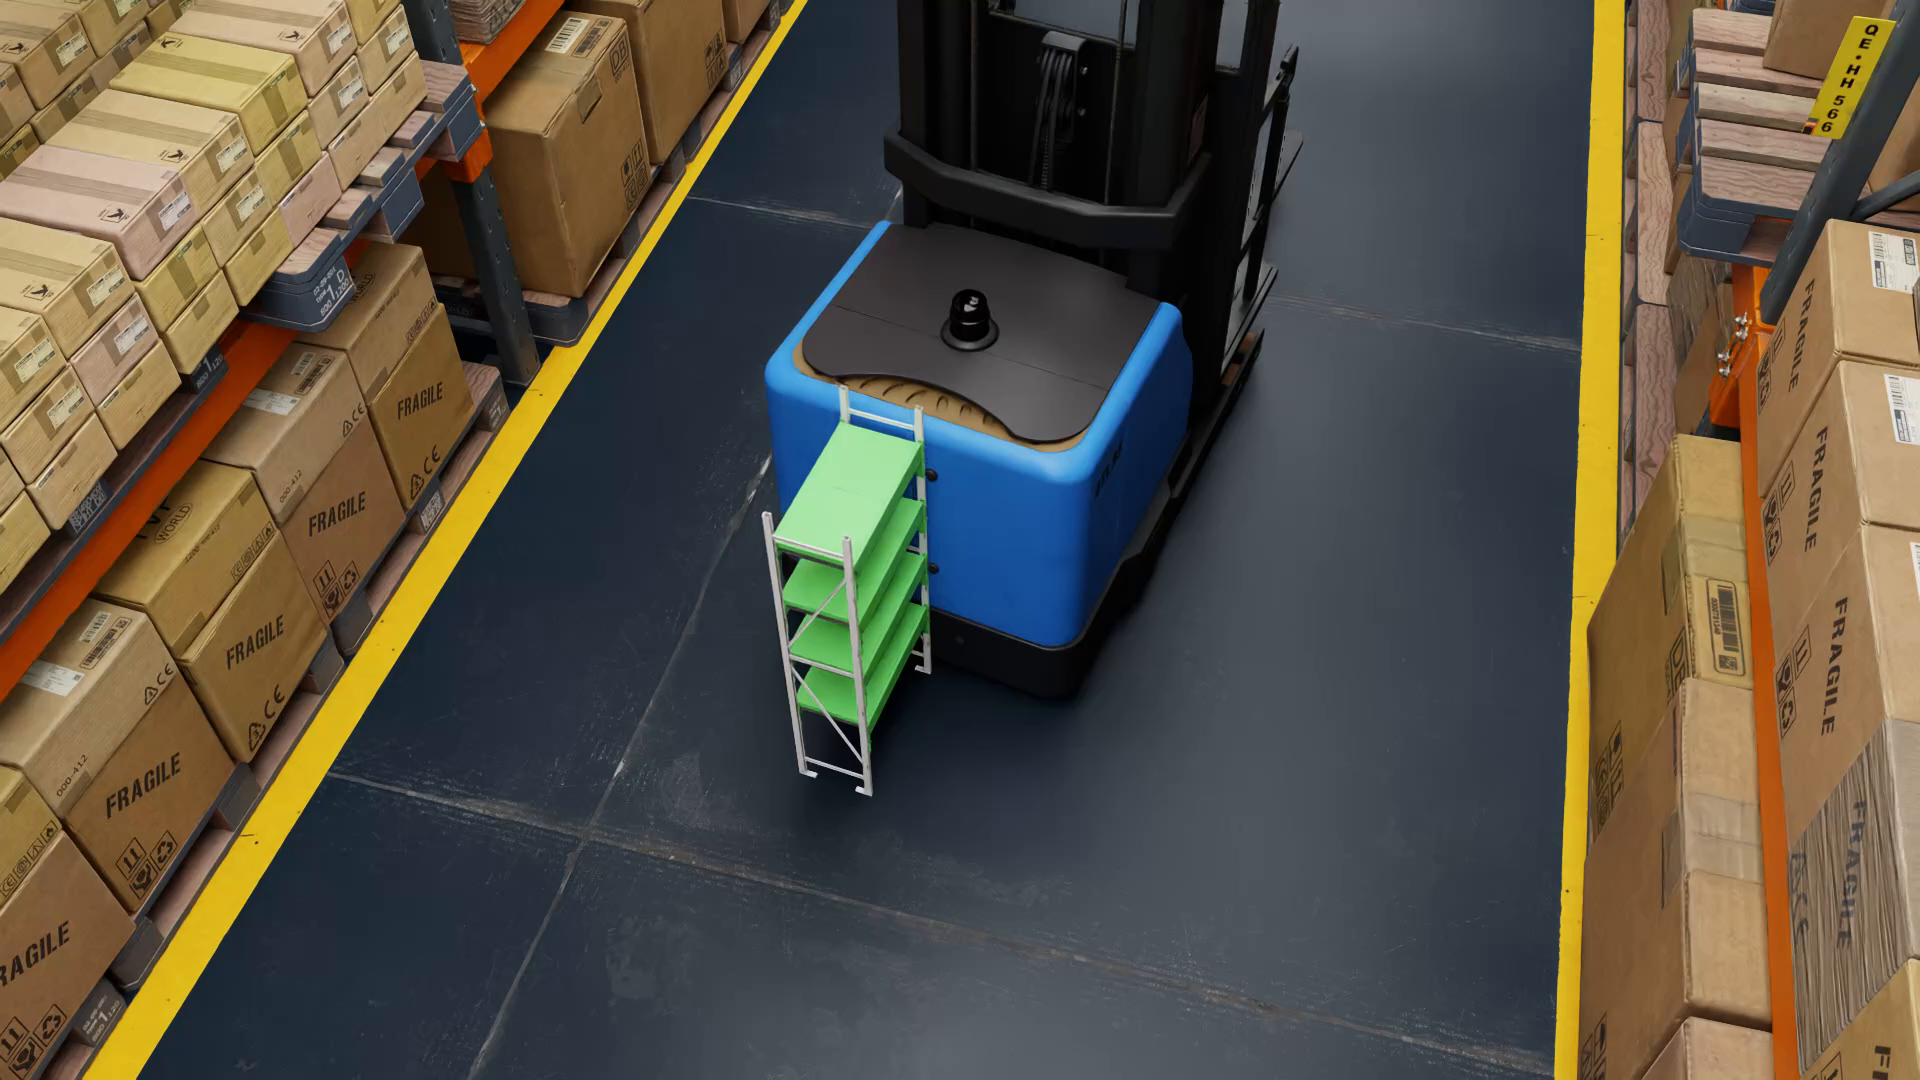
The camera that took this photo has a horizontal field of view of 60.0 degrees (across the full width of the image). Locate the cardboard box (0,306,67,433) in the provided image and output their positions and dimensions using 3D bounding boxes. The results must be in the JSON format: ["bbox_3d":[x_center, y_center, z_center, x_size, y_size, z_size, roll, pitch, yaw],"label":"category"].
[{"bbox_3d":[-2.188,-0.389,3.584,0.380,0.149,0.250,13,50,11],"label":"cardboard box"}]

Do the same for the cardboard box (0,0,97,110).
[{"bbox_3d":[-2.535,-1.290,4.378,0.380,0.149,0.250,11,50,10],"label":"cardboard box"}]

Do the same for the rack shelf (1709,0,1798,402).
[{"bbox_3d":[3.195,-1.861,5.872,1.077,0.370,4.000,12,50,10],"label":"rack shelf"}]

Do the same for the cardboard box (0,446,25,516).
[{"bbox_3d":[-2.255,-0.110,3.535,0.380,0.149,0.250,11,49,9],"label":"cardboard box"}]

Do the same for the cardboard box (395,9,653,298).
[{"bbox_3d":[-1.843,-1.522,6.313,1.050,0.750,0.750,11,49,10],"label":"cardboard box"}]

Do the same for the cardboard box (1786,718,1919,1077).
[{"bbox_3d":[1.880,0.718,3.049,0.500,0.500,0.500,12,50,10],"label":"cardboard box"}]

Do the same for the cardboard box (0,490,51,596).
[{"bbox_3d":[-2.257,-0.007,3.643,0.380,0.149,0.250,11,49,9],"label":"cardboard box"}]

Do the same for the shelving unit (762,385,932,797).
[{"bbox_3d":[-0.296,0.180,4.784,0.258,1.200,0.503,16,52,14],"label":"shelving unit"}]

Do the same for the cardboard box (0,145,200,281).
[{"bbox_3d":[-2.049,-0.775,3.924,0.380,0.149,0.250,12,50,10],"label":"cardboard box"}]

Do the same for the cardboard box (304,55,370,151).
[{"bbox_3d":[-1.849,-1.218,4.514,0.380,0.149,0.250,13,50,11],"label":"cardboard box"}]

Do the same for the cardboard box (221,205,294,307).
[{"bbox_3d":[-1.980,-0.768,4.315,0.380,0.149,0.250,11,49,10],"label":"cardboard box"}]

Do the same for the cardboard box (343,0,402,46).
[{"bbox_3d":[-1.776,-1.512,4.575,0.380,0.149,0.250,10,49,9],"label":"cardboard box"}]

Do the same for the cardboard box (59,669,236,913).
[{"bbox_3d":[-2.430,0.630,4.580,0.500,0.500,0.500,12,50,11],"label":"cardboard box"}]

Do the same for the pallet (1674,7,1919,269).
[{"bbox_3d":[2.754,-1.126,4.871,1.213,0.211,1.003,12,50,10],"label":"pallet"}]

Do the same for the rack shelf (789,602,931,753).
[{"bbox_3d":[-0.294,0.378,5.016,0.258,0.148,0.480,16,52,14],"label":"rack shelf"}]

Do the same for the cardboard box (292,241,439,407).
[{"bbox_3d":[-2.017,-0.718,5.270,0.500,0.250,0.500,11,49,9],"label":"cardboard box"}]

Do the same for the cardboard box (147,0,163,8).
[{"bbox_3d":[-2.399,-1.658,4.703,0.380,0.149,0.250,12,50,10],"label":"cardboard box"}]

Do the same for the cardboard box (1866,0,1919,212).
[{"bbox_3d":[2.772,-1.223,4.482,0.500,0.500,0.500,6,49,5],"label":"cardboard box"}]

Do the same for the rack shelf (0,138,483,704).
[{"bbox_3d":[-2.616,-0.020,4.247,1.077,0.370,4.000,12,50,10],"label":"rack shelf"}]

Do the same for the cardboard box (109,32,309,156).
[{"bbox_3d":[-1.914,-1.142,4.248,0.380,0.149,0.250,13,50,11],"label":"cardboard box"}]

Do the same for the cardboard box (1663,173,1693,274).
[{"bbox_3d":[3.102,-1.275,6.248,0.700,0.500,0.500,15,50,13],"label":"cardboard box"}]

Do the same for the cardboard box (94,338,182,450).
[{"bbox_3d":[-2.119,-0.386,3.978,0.380,0.149,0.250,13,50,11],"label":"cardboard box"}]

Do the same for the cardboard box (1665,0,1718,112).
[{"bbox_3d":[3.396,-2.083,6.962,0.700,0.500,0.500,11,50,10],"label":"cardboard box"}]

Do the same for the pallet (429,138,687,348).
[{"bbox_3d":[-1.809,-1.337,6.789,1.003,0.211,1.213,12,50,10],"label":"pallet"}]

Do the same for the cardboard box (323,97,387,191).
[{"bbox_3d":[-1.843,-1.134,4.637,0.380,0.149,0.250,11,50,10],"label":"cardboard box"}]

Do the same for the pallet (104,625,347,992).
[{"bbox_3d":[-2.620,0.663,5.024,1.003,0.211,1.213,12,50,10],"label":"pallet"}]

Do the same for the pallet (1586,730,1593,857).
[{"bbox_3d":[2.389,0.825,4.881,1.003,0.211,1.213,12,50,10],"label":"pallet"}]

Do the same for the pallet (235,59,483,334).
[{"bbox_3d":[-2.174,-1.105,4.852,1.213,0.211,1.003,12,50,10],"label":"pallet"}]

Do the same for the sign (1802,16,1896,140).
[{"bbox_3d":[2.143,-1.110,4.009,0.100,0.325,0.005,12,50,10],"label":"sign"}]

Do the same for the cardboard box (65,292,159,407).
[{"bbox_3d":[-2.118,-0.478,3.860,0.380,0.149,0.250,13,50,11],"label":"cardboard box"}]

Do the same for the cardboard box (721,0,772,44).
[{"bbox_3d":[-1.371,-2.829,7.466,1.050,0.750,0.750,12,50,10],"label":"cardboard box"}]

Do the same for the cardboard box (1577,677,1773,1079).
[{"bbox_3d":[2.225,1.050,3.960,1.225,0.875,0.875,12,50,10],"label":"cardboard box"}]

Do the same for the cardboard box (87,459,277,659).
[{"bbox_3d":[-2.288,0.014,4.624,0.500,0.250,0.500,13,50,11],"label":"cardboard box"}]

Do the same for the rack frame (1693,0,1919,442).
[{"bbox_3d":[2.669,-0.653,4.325,1.000,3.000,0.127,12,50,10],"label":"rack frame"}]

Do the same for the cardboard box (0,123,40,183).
[{"bbox_3d":[-2.613,-0.976,4.300,0.380,0.149,0.250,12,50,10],"label":"cardboard box"}]

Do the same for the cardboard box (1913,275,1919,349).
[{"bbox_3d":[2.461,-0.492,3.448,0.797,0.503,0.637,13,50,11],"label":"cardboard box"}]

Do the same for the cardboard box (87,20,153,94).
[{"bbox_3d":[-2.480,-1.352,4.632,0.380,0.149,0.250,14,50,12],"label":"cardboard box"}]

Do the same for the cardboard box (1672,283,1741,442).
[{"bbox_3d":[2.826,-0.460,5.529,0.700,0.500,0.500,9,49,8],"label":"cardboard box"}]

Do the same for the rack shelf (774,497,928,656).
[{"bbox_3d":[-0.297,0.066,4.650,0.258,0.148,0.480,16,52,14],"label":"rack shelf"}]

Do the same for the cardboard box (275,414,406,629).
[{"bbox_3d":[-2.151,-0.114,5.237,0.500,0.500,0.500,13,50,12],"label":"cardboard box"}]

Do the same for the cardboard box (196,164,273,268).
[{"bbox_3d":[-1.982,-0.847,4.186,0.380,0.149,0.250,12,50,10],"label":"cardboard box"}]

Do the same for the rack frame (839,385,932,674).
[{"bbox_3d":[-0.209,0.006,4.932,0.240,1.200,0.015,16,52,14],"label":"rack frame"}]

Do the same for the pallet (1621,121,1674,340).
[{"bbox_3d":[3.199,-1.175,6.646,1.003,0.211,1.213,12,50,10],"label":"pallet"}]

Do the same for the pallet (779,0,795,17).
[{"bbox_3d":[-1.167,-3.102,8.347,1.003,0.211,1.213,12,50,10],"label":"pallet"}]

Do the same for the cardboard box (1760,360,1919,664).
[{"bbox_3d":[2.145,-0.014,3.695,0.500,0.500,0.500,10,49,9],"label":"cardboard box"}]

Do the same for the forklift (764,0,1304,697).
[{"bbox_3d":[0.495,-1.598,5.206,1.130,2.935,3.031,19,51,16],"label":"forklift"}]

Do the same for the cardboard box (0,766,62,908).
[{"bbox_3d":[-2.555,0.761,3.965,0.500,0.250,0.500,13,50,11],"label":"cardboard box"}]
